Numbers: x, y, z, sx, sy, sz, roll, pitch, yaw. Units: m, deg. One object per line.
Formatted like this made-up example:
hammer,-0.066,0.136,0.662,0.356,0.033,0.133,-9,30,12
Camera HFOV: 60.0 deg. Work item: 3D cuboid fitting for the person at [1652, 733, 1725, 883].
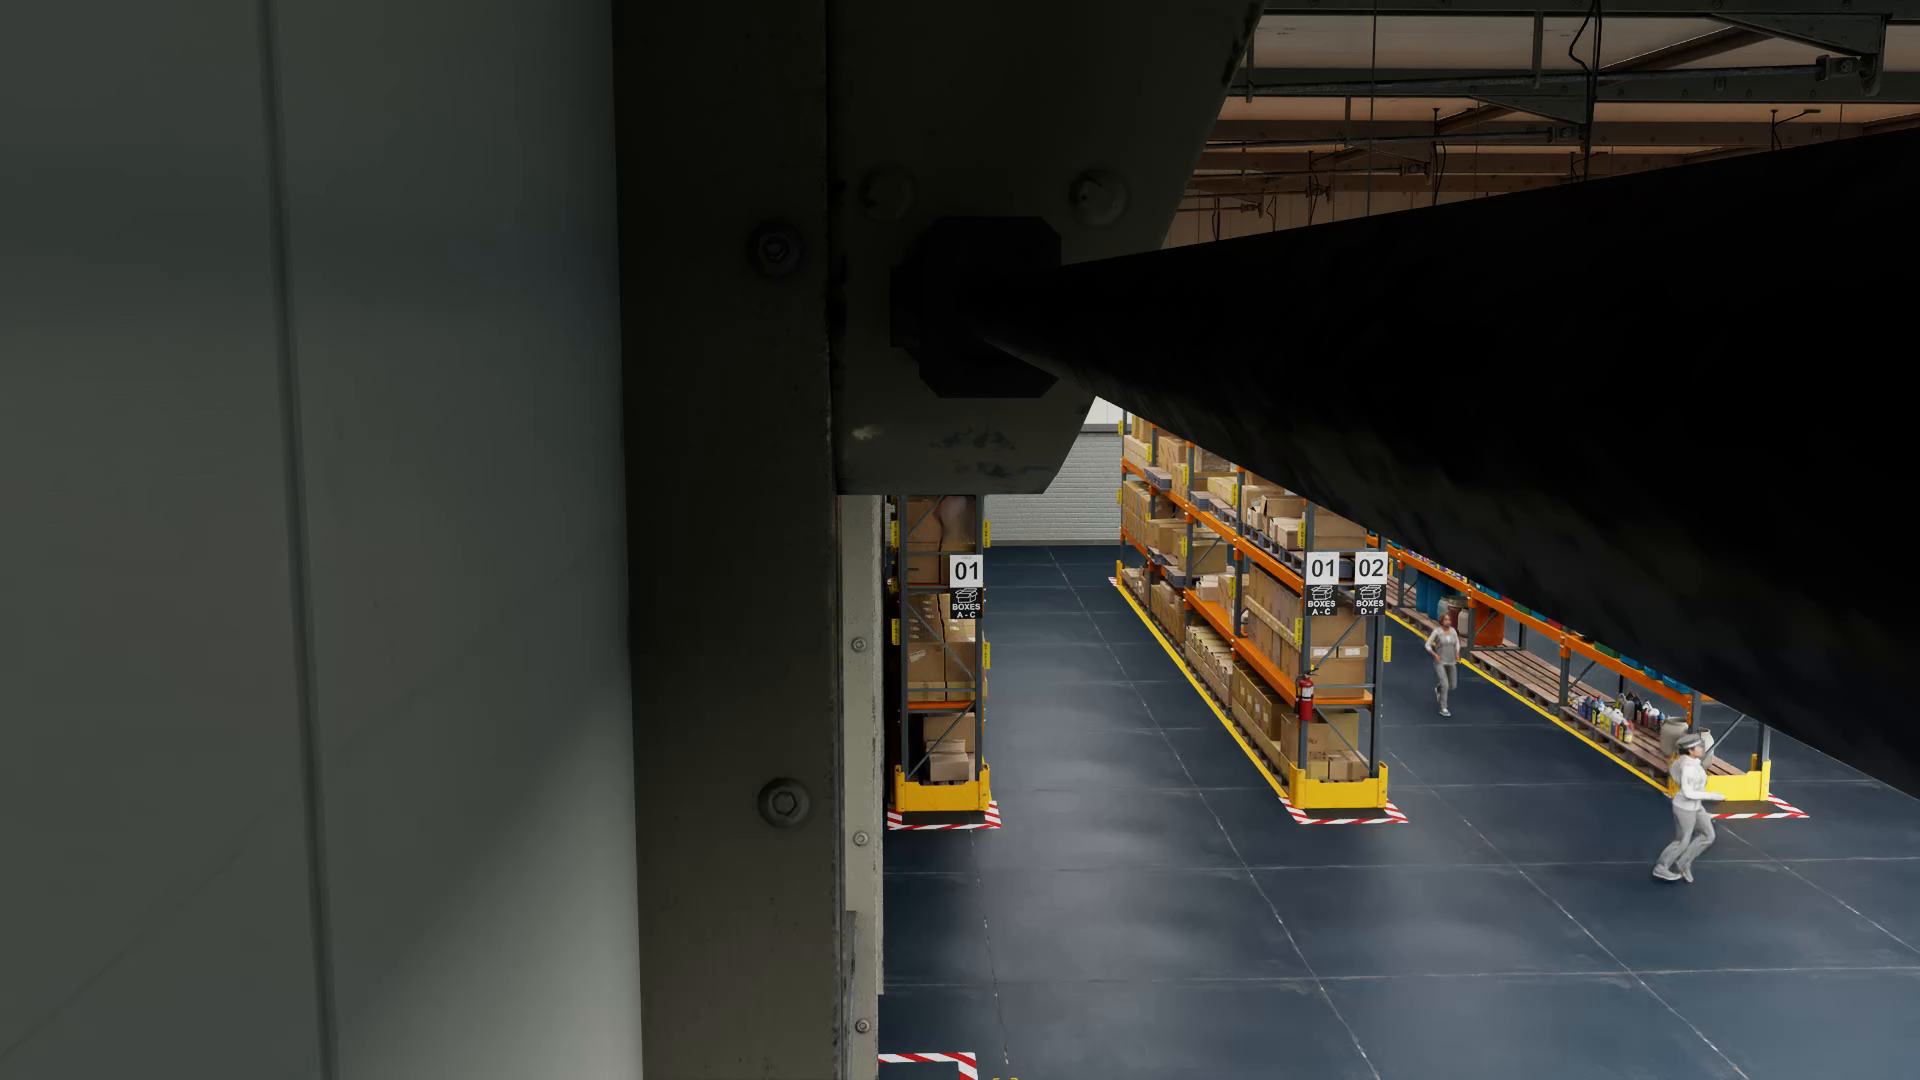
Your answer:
person,7.841,2.887,17.852,0.668,1.695,0.584,5,10,29

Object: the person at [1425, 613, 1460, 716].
person,7.310,1.861,25.198,0.537,1.549,0.596,-1,9,-9
